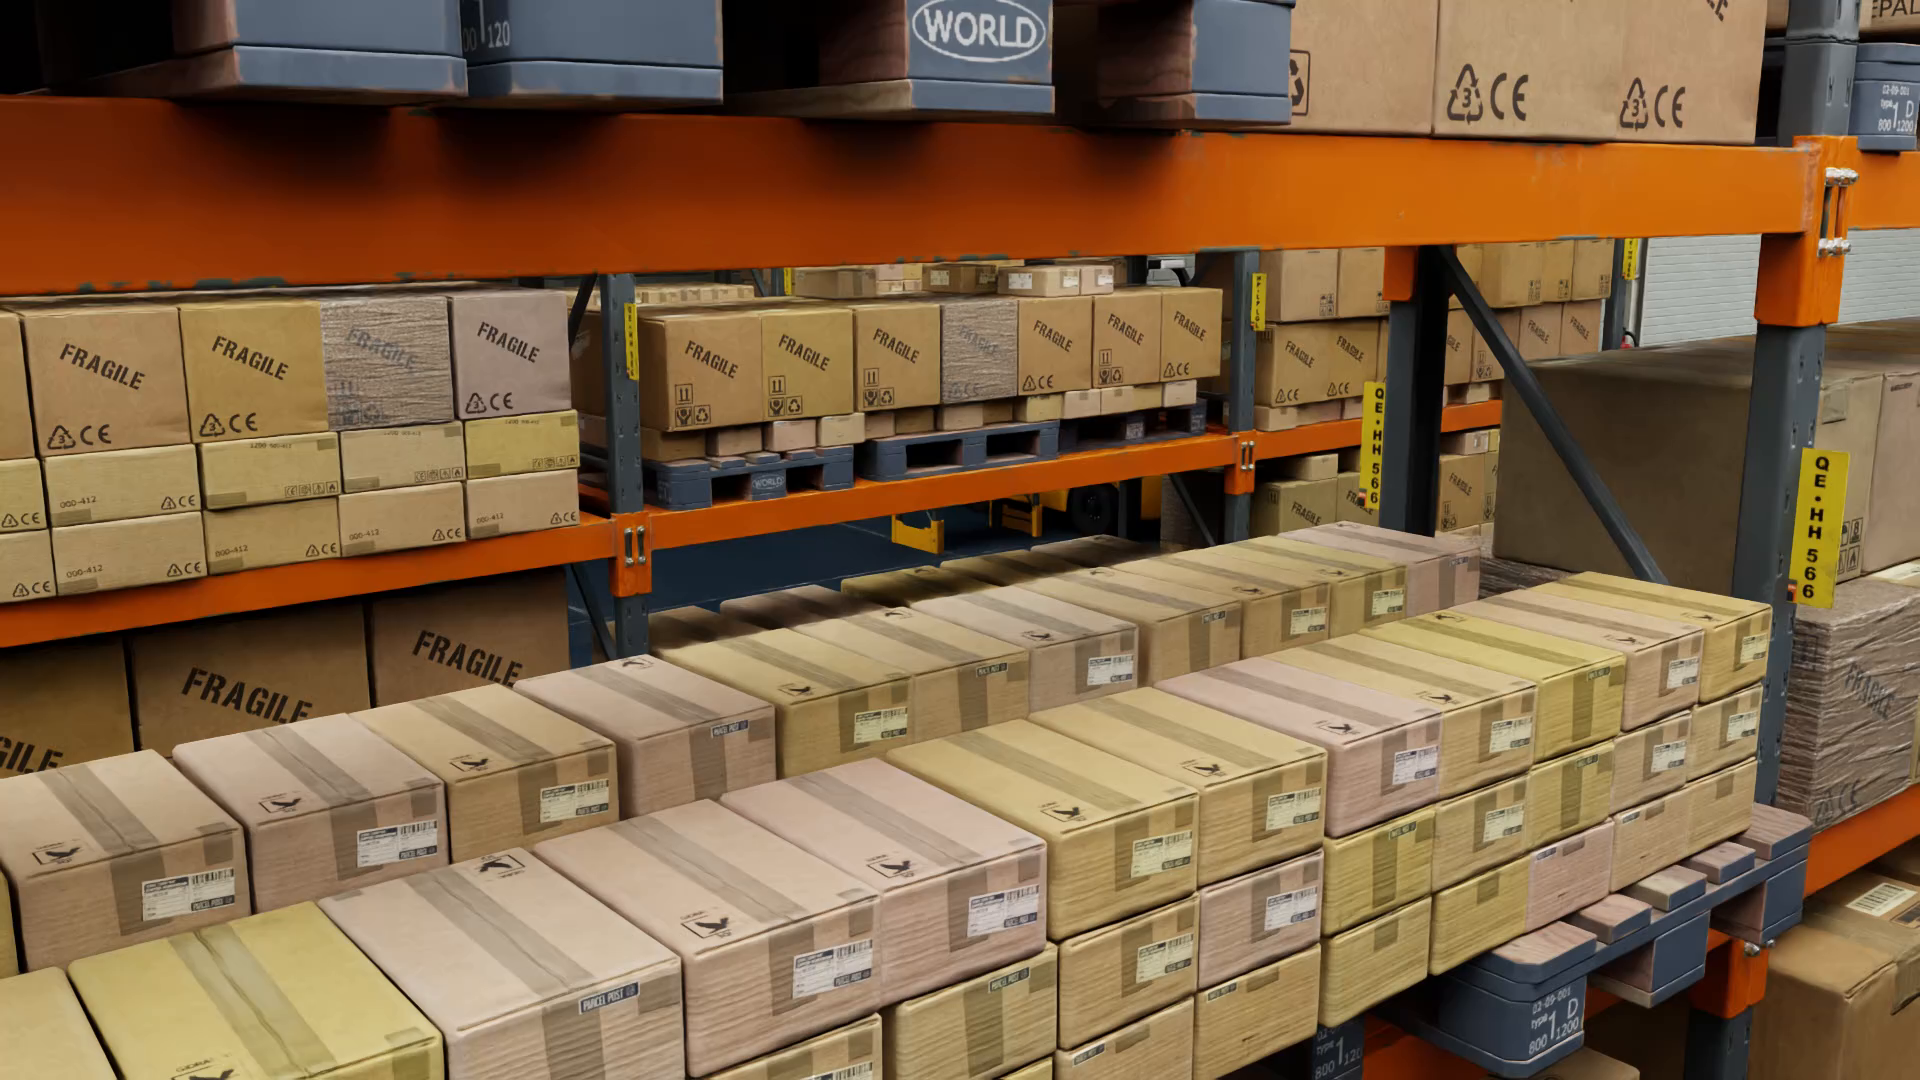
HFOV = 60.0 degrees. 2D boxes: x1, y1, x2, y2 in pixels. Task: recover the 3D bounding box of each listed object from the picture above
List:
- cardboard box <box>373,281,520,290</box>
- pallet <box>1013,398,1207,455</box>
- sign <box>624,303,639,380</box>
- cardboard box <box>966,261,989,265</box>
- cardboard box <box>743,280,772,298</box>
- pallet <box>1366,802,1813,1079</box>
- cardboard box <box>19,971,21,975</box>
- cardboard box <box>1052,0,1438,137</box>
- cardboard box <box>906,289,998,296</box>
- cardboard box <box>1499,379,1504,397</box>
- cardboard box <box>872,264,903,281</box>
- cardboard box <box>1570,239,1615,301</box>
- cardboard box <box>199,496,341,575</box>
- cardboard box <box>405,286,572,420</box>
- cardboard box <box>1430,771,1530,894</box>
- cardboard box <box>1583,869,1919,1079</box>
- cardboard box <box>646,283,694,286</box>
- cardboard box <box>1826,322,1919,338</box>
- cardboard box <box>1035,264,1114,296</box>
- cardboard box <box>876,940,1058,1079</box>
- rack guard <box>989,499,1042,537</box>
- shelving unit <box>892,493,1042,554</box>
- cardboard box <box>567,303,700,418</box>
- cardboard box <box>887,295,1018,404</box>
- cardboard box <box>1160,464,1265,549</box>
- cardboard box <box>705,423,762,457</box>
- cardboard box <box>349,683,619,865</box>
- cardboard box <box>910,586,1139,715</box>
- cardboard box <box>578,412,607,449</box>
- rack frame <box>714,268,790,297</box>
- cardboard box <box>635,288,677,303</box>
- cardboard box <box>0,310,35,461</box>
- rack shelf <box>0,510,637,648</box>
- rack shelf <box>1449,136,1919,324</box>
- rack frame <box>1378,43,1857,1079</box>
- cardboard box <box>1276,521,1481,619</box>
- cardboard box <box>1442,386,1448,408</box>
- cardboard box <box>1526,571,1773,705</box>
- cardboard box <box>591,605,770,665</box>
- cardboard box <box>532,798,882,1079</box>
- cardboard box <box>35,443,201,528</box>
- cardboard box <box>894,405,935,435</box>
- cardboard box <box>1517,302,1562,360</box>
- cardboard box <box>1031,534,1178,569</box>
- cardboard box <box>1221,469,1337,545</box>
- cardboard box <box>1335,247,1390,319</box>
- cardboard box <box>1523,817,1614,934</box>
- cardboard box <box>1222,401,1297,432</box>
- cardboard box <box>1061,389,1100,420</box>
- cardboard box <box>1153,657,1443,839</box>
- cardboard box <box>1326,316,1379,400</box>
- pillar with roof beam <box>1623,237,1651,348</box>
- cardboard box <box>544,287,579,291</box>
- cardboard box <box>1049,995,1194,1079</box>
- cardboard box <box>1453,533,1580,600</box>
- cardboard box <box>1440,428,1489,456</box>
[{"bbox_3d":[-2.293,-0.886,7.434,0.500,0.500,0.500,-10,16,-40],"label":"cardboard box"},{"bbox_3d":[0.680,-0.722,9.771,1.213,0.211,1.003,-9,15,-38],"label":"pallet"},{"bbox_3d":[-1.406,-0.850,7.121,0.005,0.325,0.100,-9,15,-38],"label":"sign"},{"bbox_3d":[0.045,-2.447,14.910,0.250,0.149,0.380,-9,15,-37],"label":"cardboard box"},{"bbox_3d":[-1.645,-2.146,14.211,0.250,0.149,0.380,-10,15,-38],"label":"cardboard box"},{"bbox_3d":[0.926,0.621,3.447,1.003,0.211,1.213,-9,15,-38],"label":"pallet"},{"bbox_3d":[-1.120,0.558,2.156,0.250,0.149,0.380,-9,15,-35],"label":"cardboard box"},{"bbox_3d":[0.353,-0.853,2.461,0.500,0.500,0.500,-9,15,-38],"label":"cardboard box"},{"bbox_3d":[0.037,-1.150,9.357,0.500,0.500,0.500,-10,15,-38],"label":"cardboard box"},{"bbox_3d":[3.809,-1.086,11.625,0.250,0.149,0.380,-9,15,-37],"label":"cardboard box"},{"bbox_3d":[-0.695,-2.301,14.226,0.250,0.149,0.380,-9,15,-36],"label":"cardboard box"},{"bbox_3d":[4.229,-1.993,11.927,0.500,0.500,0.700,-10,16,-39],"label":"cardboard box"},{"bbox_3d":[-2.781,-0.060,6.551,0.500,0.250,0.500,-10,15,-38],"label":"cardboard box"},{"bbox_3d":[-1.996,-0.801,7.033,0.500,0.500,0.500,-10,16,-39],"label":"cardboard box"},{"bbox_3d":[0.708,0.429,2.766,0.250,0.149,0.380,-9,15,-38],"label":"cardboard box"},{"bbox_3d":[1.947,1.248,4.437,0.750,0.750,1.050,-10,15,-38],"label":"cardboard box"},{"bbox_3d":[-2.387,-2.026,13.644,0.250,0.149,0.380,-10,16,-40],"label":"cardboard box"},{"bbox_3d":[2.965,-0.377,5.034,0.500,0.500,0.700,-10,15,-38],"label":"cardboard box"},{"bbox_3d":[0.619,-1.421,9.069,0.250,0.149,0.380,-10,16,-39],"label":"cardboard box"},{"bbox_3d":[-0.091,0.560,2.146,0.250,0.149,0.380,-10,15,-39],"label":"cardboard box"},{"bbox_3d":[0.448,-0.197,13.454,0.087,0.250,0.587,-9,15,-38],"label":"rack guard"},{"bbox_3d":[0.060,-0.744,13.020,1.083,1.500,0.587,-9,15,-38],"label":"shelving unit"},{"bbox_3d":[-1.574,-0.877,8.068,0.500,0.500,0.500,-10,16,-39],"label":"cardboard box"},{"bbox_3d":[-0.051,-0.996,8.629,0.500,0.500,0.500,-10,16,-40],"label":"cardboard box"},{"bbox_3d":[1.662,-0.239,10.838,0.500,0.500,0.500,-10,15,-38],"label":"cardboard box"},{"bbox_3d":[-1.144,-0.499,7.849,0.250,0.149,0.380,-11,16,-41],"label":"cardboard box"},{"bbox_3d":[-0.705,0.345,2.444,0.250,0.149,0.380,-10,16,-39],"label":"cardboard box"},{"bbox_3d":[0.114,0.208,3.089,0.250,0.149,0.380,-9,15,-35],"label":"cardboard box"},{"bbox_3d":[-1.647,-0.536,8.025,0.250,0.149,0.380,-9,15,-36],"label":"cardboard box"},{"bbox_3d":[-1.736,-1.696,13.896,0.127,3.000,1.000,-9,15,-38],"label":"rack frame"},{"bbox_3d":[-2.401,-1.867,12.897,0.250,0.149,0.380,-10,16,-39],"label":"cardboard box"},{"bbox_3d":[-3.583,-0.537,5.790,0.500,0.500,0.500,-10,16,-39],"label":"cardboard box"},{"bbox_3d":[-3.317,0.239,6.515,4.000,0.370,1.077,-9,15,-38],"label":"rack shelf"},{"bbox_3d":[2.977,-0.958,4.929,4.000,0.370,1.077,-9,15,-38],"label":"rack shelf"},{"bbox_3d":[1.416,0.417,3.944,0.127,3.000,1.000,-9,15,-38],"label":"rack frame"},{"bbox_3d":[0.930,0.073,3.727,0.250,0.149,0.380,-9,15,-38],"label":"cardboard box"},{"bbox_3d":[2.998,-0.959,11.031,0.250,0.149,0.380,-10,15,-38],"label":"cardboard box"},{"bbox_3d":[1.319,0.181,3.215,0.250,0.149,0.380,-10,16,-40],"label":"cardboard box"},{"bbox_3d":[-1.308,0.636,8.230,0.625,0.372,0.950,-11,16,-41],"label":"cardboard box"},{"bbox_3d":[-0.301,0.451,1.947,0.250,0.149,0.380,-10,15,-38],"label":"cardboard box"},{"bbox_3d":[-3.165,-0.236,6.174,0.500,0.250,0.500,-10,16,-39],"label":"cardboard box"},{"bbox_3d":[-0.338,-0.646,8.543,0.250,0.149,0.380,-9,15,-35],"label":"cardboard box"},{"bbox_3d":[3.846,-1.426,11.666,0.500,0.500,0.500,-9,15,-38],"label":"cardboard box"},{"bbox_3d":[0.960,0.257,10.014,0.625,0.372,0.950,-9,15,-37],"label":"cardboard box"},{"bbox_3d":[1.997,-0.152,10.426,0.500,0.500,0.500,-9,15,-35],"label":"cardboard box"},{"bbox_3d":[2.259,-1.660,10.361,0.500,0.500,0.700,-9,15,-37],"label":"cardboard box"},{"bbox_3d":[0.922,0.538,2.966,0.250,0.149,0.380,-9,15,-37],"label":"cardboard box"},{"bbox_3d":[1.814,-0.758,10.081,0.250,0.149,0.380,-10,15,-38],"label":"cardboard box"},{"bbox_3d":[0.546,-0.759,9.073,0.250,0.149,0.380,-9,15,-37],"label":"cardboard box"},{"bbox_3d":[0.519,0.313,2.594,0.250,0.149,0.380,-9,15,-38],"label":"cardboard box"},{"bbox_3d":[2.263,-1.167,10.446,0.500,0.500,0.500,-10,15,-38],"label":"cardboard box"},{"bbox_3d":[12.340,-6.065,20.025,0.400,9.000,9.100,-9,15,-38],"label":"pillar with roof beam"},{"bbox_3d":[-3.173,-1.895,13.029,0.250,0.149,0.380,-10,15,-38],"label":"cardboard box"},{"bbox_3d":[0.102,0.674,2.325,0.250,0.149,0.380,-10,16,-40],"label":"cardboard box"},{"bbox_3d":[1.600,0.266,4.414,0.500,0.500,0.500,-9,15,-38],"label":"cardboard box"},{"bbox_3d":[3.379,-0.685,11.373,0.250,0.149,0.380,-9,15,-35],"label":"cardboard box"}]
